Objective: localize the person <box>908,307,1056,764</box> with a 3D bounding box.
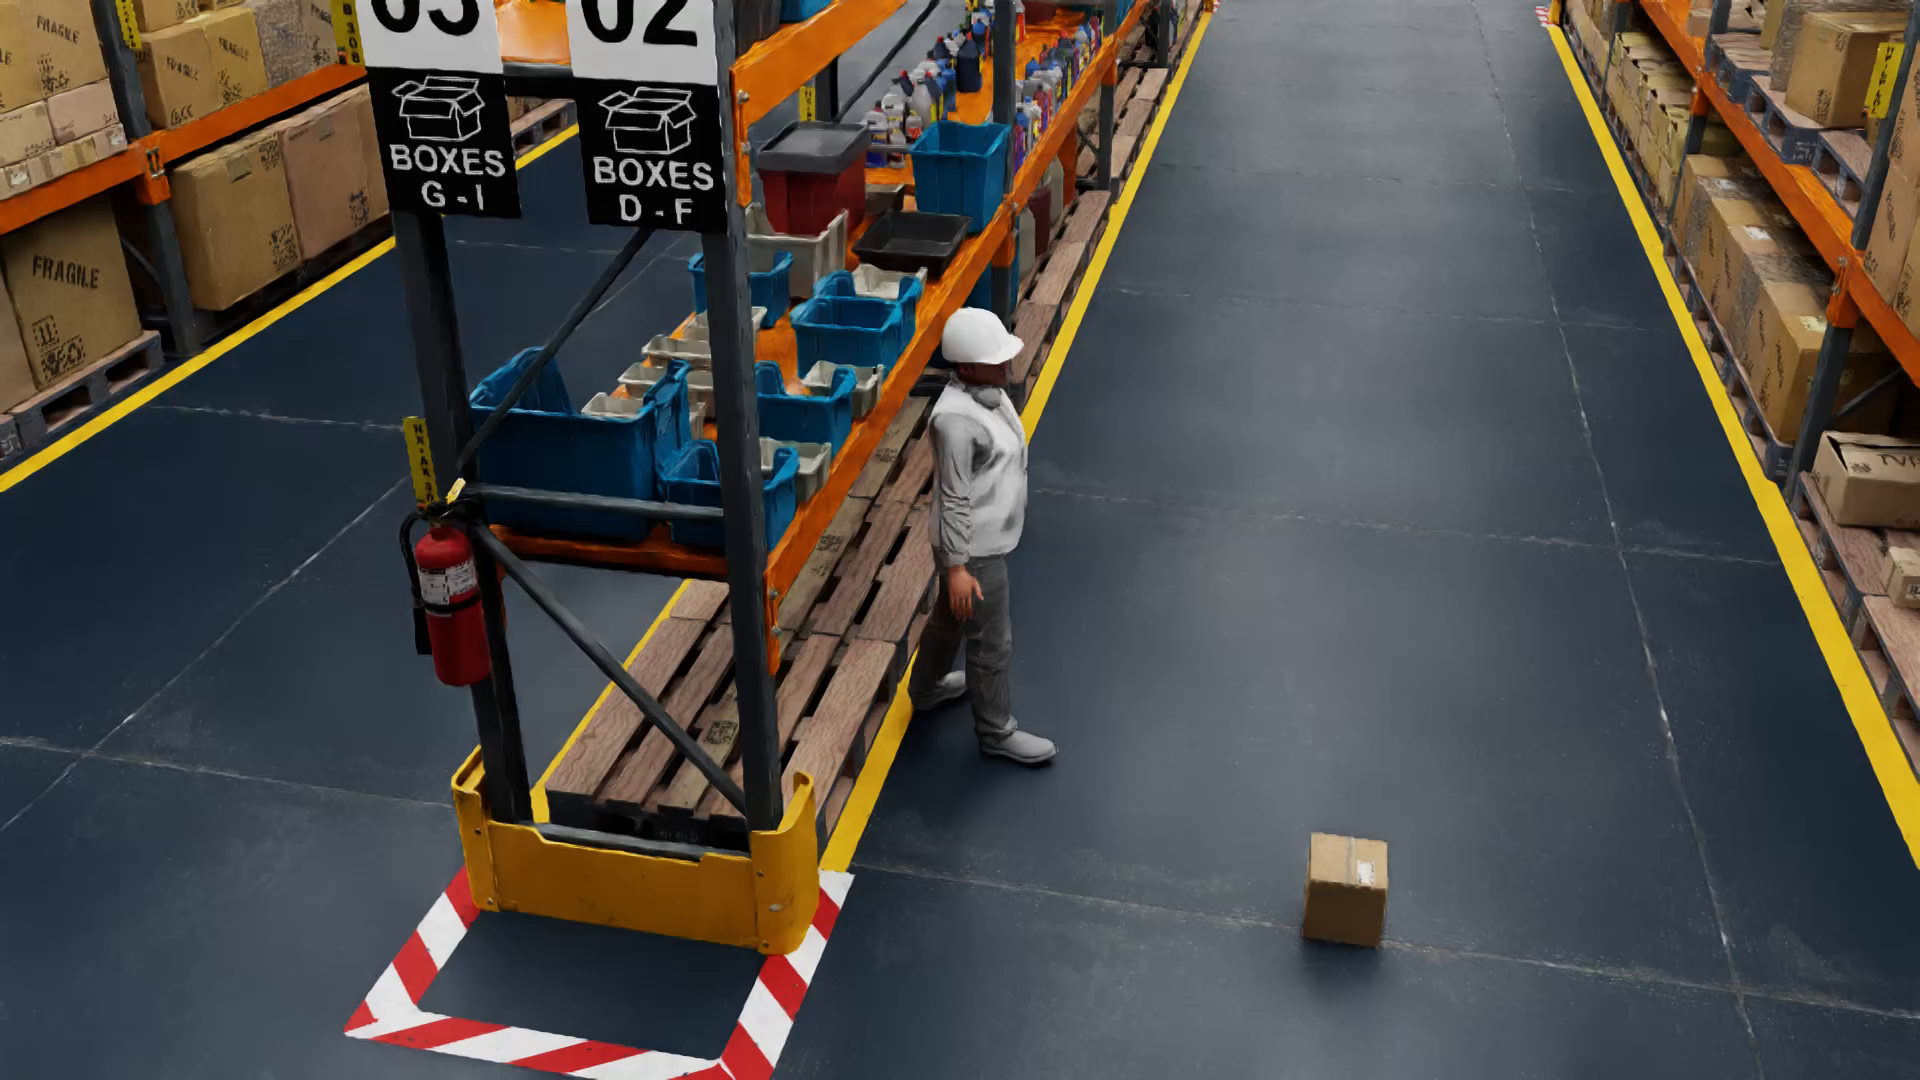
[{"bbox_3d":[0.078,-0.005,6.104,0.615,1.774,0.727,4,29,7],"label":"person"}]
